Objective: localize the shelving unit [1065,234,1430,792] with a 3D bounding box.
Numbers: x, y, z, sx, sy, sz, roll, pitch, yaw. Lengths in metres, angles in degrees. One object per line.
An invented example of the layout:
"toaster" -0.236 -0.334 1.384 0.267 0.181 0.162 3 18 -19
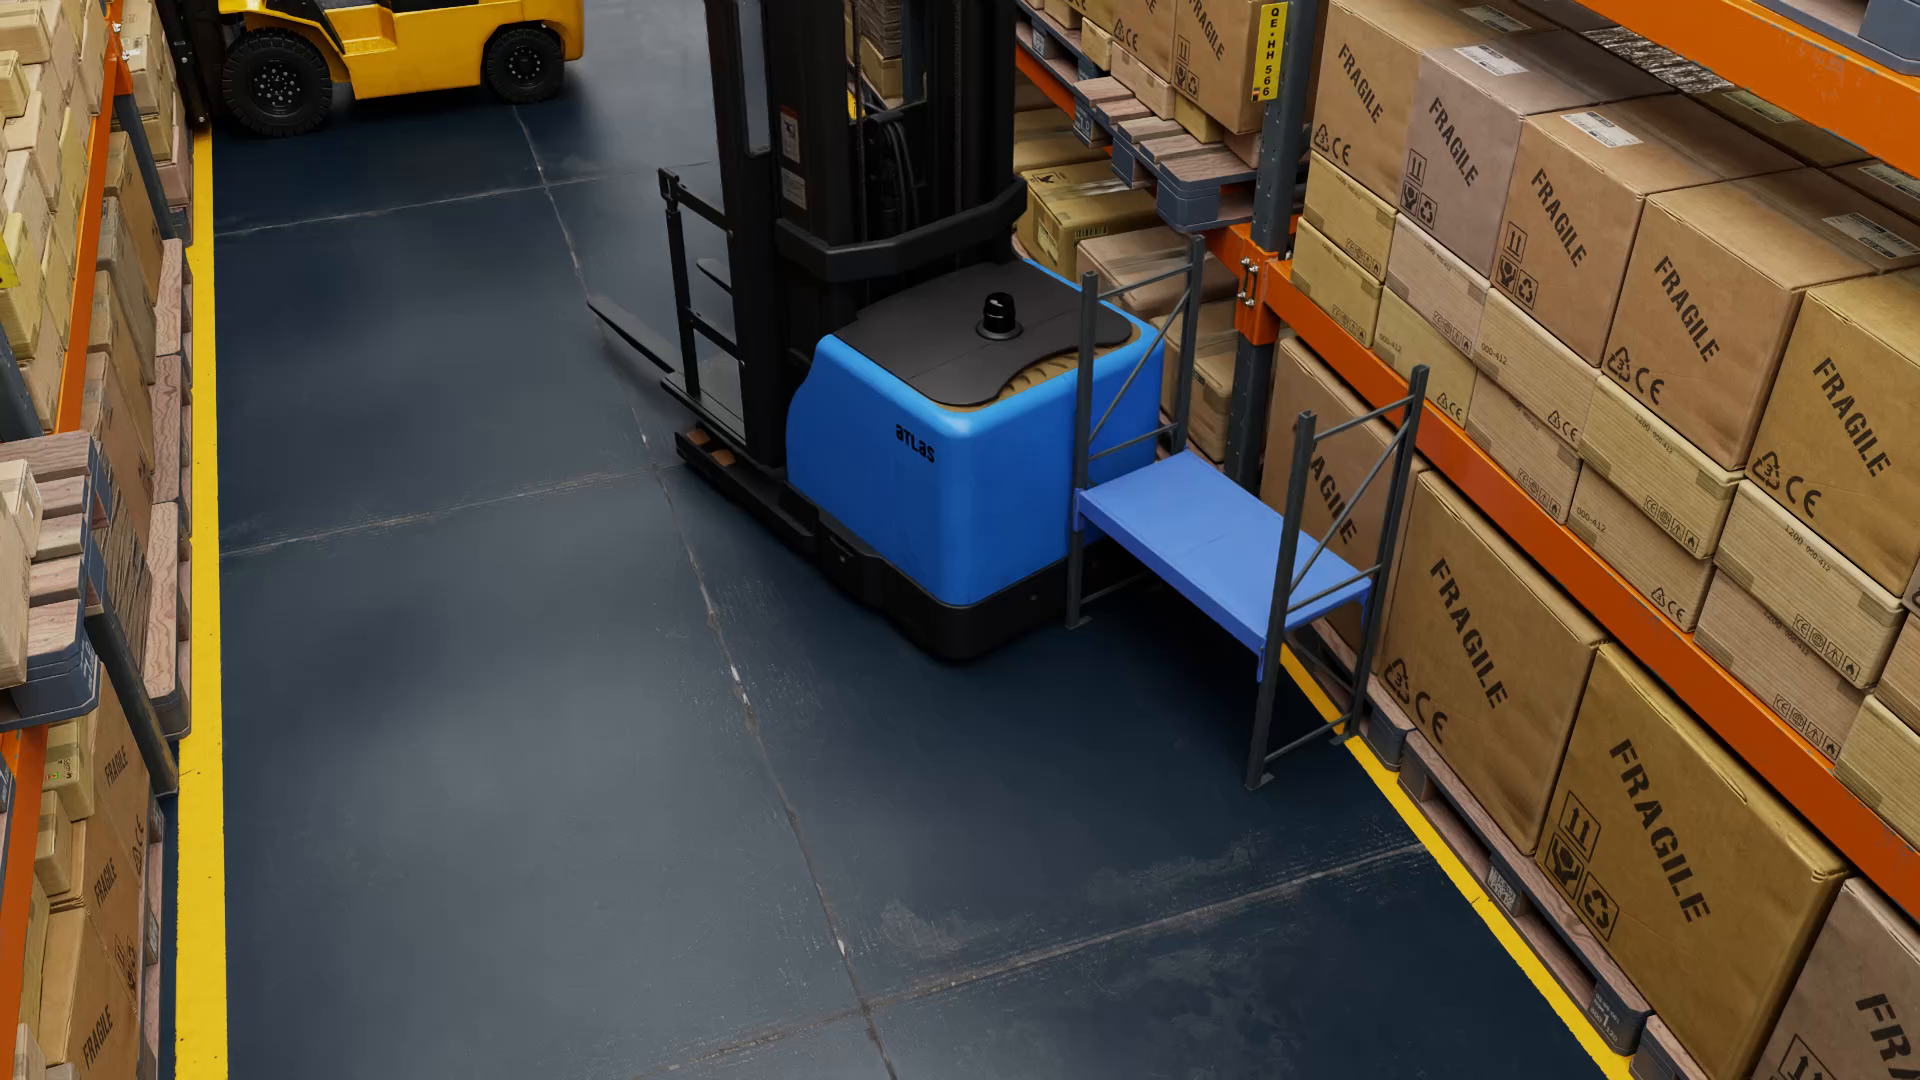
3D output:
"shelving unit" 0.898 -0.092 5.625 0.538 1.500 1.048 -22 42 -26

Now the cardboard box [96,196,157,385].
"cardboard box" -4.053 -1.016 7.230 0.875 0.625 0.625 -13 39 -16

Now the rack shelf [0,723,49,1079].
"rack shelf" -2.438 1.148 3.331 1.077 0.370 4.000 -12 39 -16

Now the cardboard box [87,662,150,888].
"cardboard box" -2.779 0.756 4.982 0.500 0.500 0.500 -11 38 -15

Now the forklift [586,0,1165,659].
"forklift" -0.564 -1.559 6.383 1.130 2.935 3.031 -26 44 -30

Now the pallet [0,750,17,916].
"pallet" -2.453 0.905 3.215 1.003 0.211 1.213 -12 39 -16

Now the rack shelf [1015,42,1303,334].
"rack shelf" 0.845 -2.142 7.698 1.077 0.370 4.000 -12 39 -16

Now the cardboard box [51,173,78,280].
"cardboard box" -3.402 -1.085 5.823 0.500 0.250 0.500 -14 39 -17

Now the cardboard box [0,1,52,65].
"cardboard box" -3.545 -1.832 6.066 0.380 0.149 0.250 -13 39 -17

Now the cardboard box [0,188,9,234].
"cardboard box" -3.053 -0.960 4.909 0.380 0.149 0.250 -12 39 -15

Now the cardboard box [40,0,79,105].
"cardboard box" -3.740 -1.865 6.442 0.500 0.250 0.500 -12 39 -15

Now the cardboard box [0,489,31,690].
"cardboard box" -2.459 0.152 3.831 0.500 0.250 0.500 -14 39 -18

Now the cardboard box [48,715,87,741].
"cardboard box" -2.719 0.529 4.744 0.380 0.149 0.250 -14 39 -18

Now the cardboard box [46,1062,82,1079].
"cardboard box" -2.238 1.625 3.828 0.500 0.500 0.500 -14 39 -18

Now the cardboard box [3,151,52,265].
"cardboard box" -3.221 -0.994 5.285 0.500 0.250 0.500 -11 38 -15

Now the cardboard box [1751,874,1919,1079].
"cardboard box" 2.621 1.308 3.938 0.875 0.875 0.875 -11 38 -15

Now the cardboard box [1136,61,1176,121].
"cardboard box" 0.910 -1.773 6.470 0.380 0.149 0.250 -13 39 -16

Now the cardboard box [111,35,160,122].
"cardboard box" -4.375 -2.336 8.464 0.500 0.250 0.500 -13 39 -17

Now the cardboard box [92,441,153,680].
"cardboard box" -3.328 0.156 5.674 0.875 0.625 0.625 -11 38 -15

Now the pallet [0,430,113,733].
"pallet" -2.827 0.176 4.183 1.213 0.211 1.003 -12 39 -16

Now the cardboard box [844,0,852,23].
"cardboard box" -0.476 -3.493 10.208 0.500 0.500 0.500 -12 39 -15

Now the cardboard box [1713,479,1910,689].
"cardboard box" 2.167 0.050 3.900 0.500 0.250 0.500 -12 38 -15

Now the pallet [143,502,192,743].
"pallet" -3.373 0.371 6.082 1.003 0.211 1.213 -12 39 -16

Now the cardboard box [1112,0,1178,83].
"cardboard box" 0.927 -2.115 6.385 0.500 0.500 0.500 -13 39 -17

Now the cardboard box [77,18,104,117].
"cardboard box" -3.906 -1.956 6.978 0.500 0.250 0.500 -13 39 -16

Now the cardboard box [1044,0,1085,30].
"cardboard box" 0.592 -2.362 7.252 0.380 0.149 0.250 -14 39 -17

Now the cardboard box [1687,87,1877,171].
"cardboard box" 2.305 -0.931 4.578 0.500 0.500 0.500 -12 39 -16

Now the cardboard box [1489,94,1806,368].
"cardboard box" 1.816 -0.836 4.452 0.500 0.500 0.500 -11 38 -15

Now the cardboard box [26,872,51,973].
"cardboard box" -2.498 0.993 4.128 0.380 0.149 0.250 -11 38 -15

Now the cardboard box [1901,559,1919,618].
"cardboard box" 2.335 0.030 3.303 0.500 0.500 0.500 -12 39 -15

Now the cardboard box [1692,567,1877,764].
"cardboard box" 2.188 0.242 4.060 0.500 0.250 0.500 -13 39 -17

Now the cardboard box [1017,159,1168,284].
"cardboard box" 0.831 -1.583 8.194 0.950 0.372 0.625 -11 38 -14

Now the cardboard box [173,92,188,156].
"cardboard box" -4.548 -2.224 9.146 0.500 0.250 0.500 -13 39 -17

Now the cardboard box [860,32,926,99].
"cardboard box" -0.299 -2.907 10.052 0.500 0.250 0.500 -11 38 -14

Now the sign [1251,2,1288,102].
"sign" 1.027 -1.612 5.501 0.100 0.325 0.005 -12 39 -16

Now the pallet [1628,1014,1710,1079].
"pallet" 2.573 1.654 4.379 1.003 0.211 1.213 -12 39 -16

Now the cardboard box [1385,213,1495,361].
"cardboard box" 1.652 -0.809 5.041 0.500 0.250 0.500 -12 39 -15

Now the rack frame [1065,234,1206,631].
"rack frame" 0.614 -0.346 5.963 0.500 1.500 0.032 -22 42 -26

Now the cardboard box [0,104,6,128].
"cardboard box" -3.381 -1.381 5.468 0.380 0.149 0.250 -12 39 -15

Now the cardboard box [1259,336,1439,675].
"cardboard box" 1.693 -0.211 5.954 0.875 0.875 0.875 -13 39 -16

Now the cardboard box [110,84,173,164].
"cardboard box" -4.379 -2.135 8.613 0.500 0.250 0.500 -13 39 -16

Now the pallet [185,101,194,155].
"pallet" -5.161 -2.564 9.978 1.003 0.211 1.213 -12 39 -16

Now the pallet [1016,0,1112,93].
"pallet" 0.813 -2.332 7.513 1.003 0.211 1.213 -12 39 -16

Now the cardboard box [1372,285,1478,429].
"cardboard box" 1.658 -0.624 5.210 0.500 0.250 0.500 -14 39 -17

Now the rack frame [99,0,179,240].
"rack frame" -4.503 -2.529 7.614 1.000 3.000 0.127 -12 39 -16
